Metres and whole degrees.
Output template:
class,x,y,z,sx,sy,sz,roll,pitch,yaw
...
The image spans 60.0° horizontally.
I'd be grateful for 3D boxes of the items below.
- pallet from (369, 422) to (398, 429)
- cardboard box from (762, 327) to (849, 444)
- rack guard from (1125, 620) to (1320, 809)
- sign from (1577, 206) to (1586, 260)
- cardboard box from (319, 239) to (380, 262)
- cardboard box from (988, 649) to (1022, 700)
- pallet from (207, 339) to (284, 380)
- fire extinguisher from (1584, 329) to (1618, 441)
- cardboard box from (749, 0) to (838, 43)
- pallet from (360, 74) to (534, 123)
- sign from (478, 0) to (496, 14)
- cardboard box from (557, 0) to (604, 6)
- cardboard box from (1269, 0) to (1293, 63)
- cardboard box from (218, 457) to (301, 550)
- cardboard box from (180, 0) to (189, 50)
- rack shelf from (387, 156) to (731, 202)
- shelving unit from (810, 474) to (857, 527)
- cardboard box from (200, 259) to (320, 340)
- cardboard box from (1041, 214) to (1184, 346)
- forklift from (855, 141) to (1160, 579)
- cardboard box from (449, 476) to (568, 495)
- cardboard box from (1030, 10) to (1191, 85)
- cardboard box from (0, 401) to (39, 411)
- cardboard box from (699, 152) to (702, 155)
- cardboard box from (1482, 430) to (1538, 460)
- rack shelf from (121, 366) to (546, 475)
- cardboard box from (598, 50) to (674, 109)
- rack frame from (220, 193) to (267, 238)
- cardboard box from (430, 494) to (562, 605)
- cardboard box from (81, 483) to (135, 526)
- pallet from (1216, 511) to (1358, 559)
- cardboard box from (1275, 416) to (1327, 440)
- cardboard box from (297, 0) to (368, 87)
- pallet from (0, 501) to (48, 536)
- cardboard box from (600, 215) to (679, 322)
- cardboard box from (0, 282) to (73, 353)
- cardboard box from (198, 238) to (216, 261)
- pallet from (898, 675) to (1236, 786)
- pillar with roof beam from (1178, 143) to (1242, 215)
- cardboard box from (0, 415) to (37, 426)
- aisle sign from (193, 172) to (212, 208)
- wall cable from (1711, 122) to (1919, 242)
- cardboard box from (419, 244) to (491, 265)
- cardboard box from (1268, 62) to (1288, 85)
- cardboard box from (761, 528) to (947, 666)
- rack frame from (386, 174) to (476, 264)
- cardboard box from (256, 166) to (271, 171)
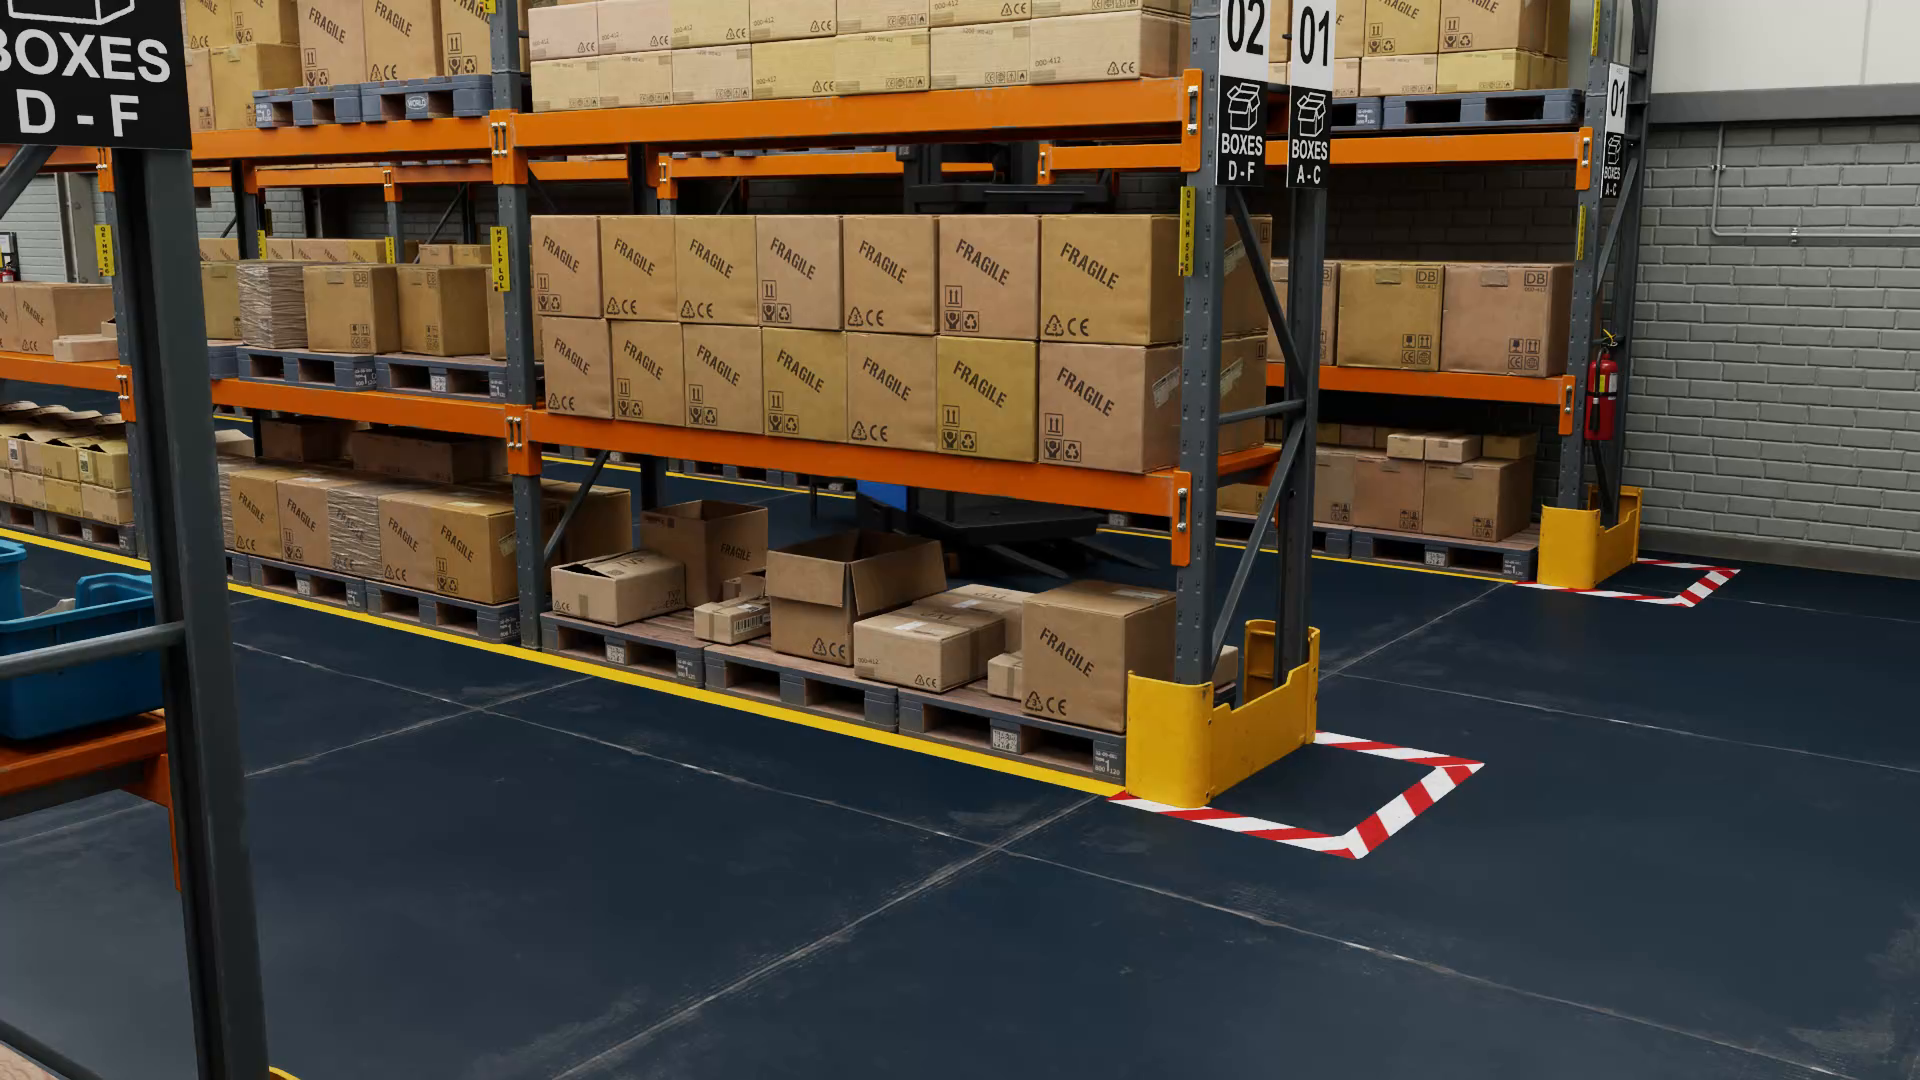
class,x,y,z,sx,sy,sz,roll,pitch,yaw
pallet,-6.115,-1.317,18.283,1.213,0.211,1.003,8,13,36
cardboard box,-0.557,-0.737,7.681,0.500,0.500,0.500,8,13,35
rack guard,1.129,0.710,7.041,0.348,0.500,1.175,8,13,36
sign,3.787,-1.870,10.128,0.005,0.325,0.100,8,13,36
cardboard box,-6.522,-2.982,17.912,0.500,0.500,0.500,8,13,35
cardboard box,0.333,0.584,7.415,0.250,0.166,0.380,8,13,36
pallet,-4.670,-1.248,11.089,1.003,0.211,1.213,8,13,36
fire extinguisher,3.968,-0.958,10.272,0.183,0.674,0.296,8,13,36
cardboard box,-0.585,-2.340,7.408,0.500,0.250,0.500,8,13,36
pallet,-2.518,-2.422,9.252,1.003,0.211,1.213,8,13,36
sign,-2.359,-2.793,8.272,0.005,0.325,0.100,8,13,36
cardboard box,-1.619,-2.922,8.442,0.500,0.500,0.700,8,13,36
cardboard box,2.124,-3.505,11.402,0.500,0.500,0.500,8,14,36
cardboard box,-4.634,-0.244,10.814,0.500,0.500,0.500,7,13,33
cardboard box,-4.910,-3.370,10.761,0.500,0.500,0.500,8,13,36
rack shelf,-3.940,-3.511,16.277,4.000,0.370,1.077,8,13,36
shelving unit,-0.877,-1.164,12.519,0.503,2.100,0.431,0,11,-1
cardboard box,-4.683,-1.609,11.083,0.500,0.500,0.700,3,11,17
cardboard box,0.669,-1.056,6.696,0.500,0.500,0.500,8,13,35
forklift,0.283,-1.288,10.968,1.130,2.935,3.031,-5,12,-23
cardboard box,-2.716,-0.097,10.055,0.500,0.500,0.500,8,14,36
cardboard box,0.620,-1.925,6.579,0.500,0.250,0.500,8,13,36
cardboard box,-7.985,-0.987,13.893,0.500,0.311,0.500,8,13,36
cardboard box,-2.773,-3.814,15.635,0.500,0.500,0.500,8,14,36
cardboard box,3.715,-0.644,11.231,0.250,0.149,0.380,8,14,36
rack shelf,-3.646,-0.830,10.315,4.000,0.370,1.077,8,13,36
cardboard box,-1.387,-2.208,8.041,0.500,0.250,0.500,8,13,36
rack frame,-8.776,-3.066,19.980,0.127,3.000,1.000,8,13,36
cardboard box,-2.601,0.042,9.340,0.500,0.500,0.500,8,13,35
cardboard box,-5.826,-0.286,11.743,0.500,0.250,0.500,8,14,37
pallet,2.450,-0.113,12.059,1.213,0.211,1.003,8,13,36
cardboard box,2.489,-0.815,12.114,0.250,0.149,0.380,8,13,35
cardboard box,-3.473,-2.952,9.864,0.600,0.600,0.600,7,13,33
pallet,-6.877,-0.274,12.892,1.213,0.211,1.003,8,13,36
cardboard box,-1.404,-1.344,8.184,0.500,0.500,0.500,7,13,34
cardboard box,-7.044,-1.702,12.667,0.500,0.500,0.500,8,14,36
cardboard box,-8.570,-3.271,19.406,0.500,0.500,0.500,8,14,36
pallet,0.486,0.763,7.531,1.213,0.211,1.003,8,13,36
pillar with roof beam,-0.576,-4.057,9.308,0.400,9.000,9.100,8,13,36
cardboard box,-7.478,-0.789,12.869,0.500,0.311,0.500,7,13,34
aisle sign,-9.012,-4.304,19.538,0.004,0.787,0.394,8,13,36
wall cable,5.712,-1.767,10.590,1.851,1.984,0.084,8,13,36
cardboard box,-5.162,-2.819,17.281,0.500,0.500,0.700,8,14,36
cardboard box,2.117,-3.137,11.476,0.500,0.250,0.500,7,13,34
cardboard box,-0.516,0.262,8.192,0.637,0.503,0.797,8,13,36
rack frame,-5.552,-2.616,17.655,0.127,3.000,1.000,8,13,36
cardboard box,-7.822,-4.398,18.653,0.500,0.500,0.500,9,14,38
